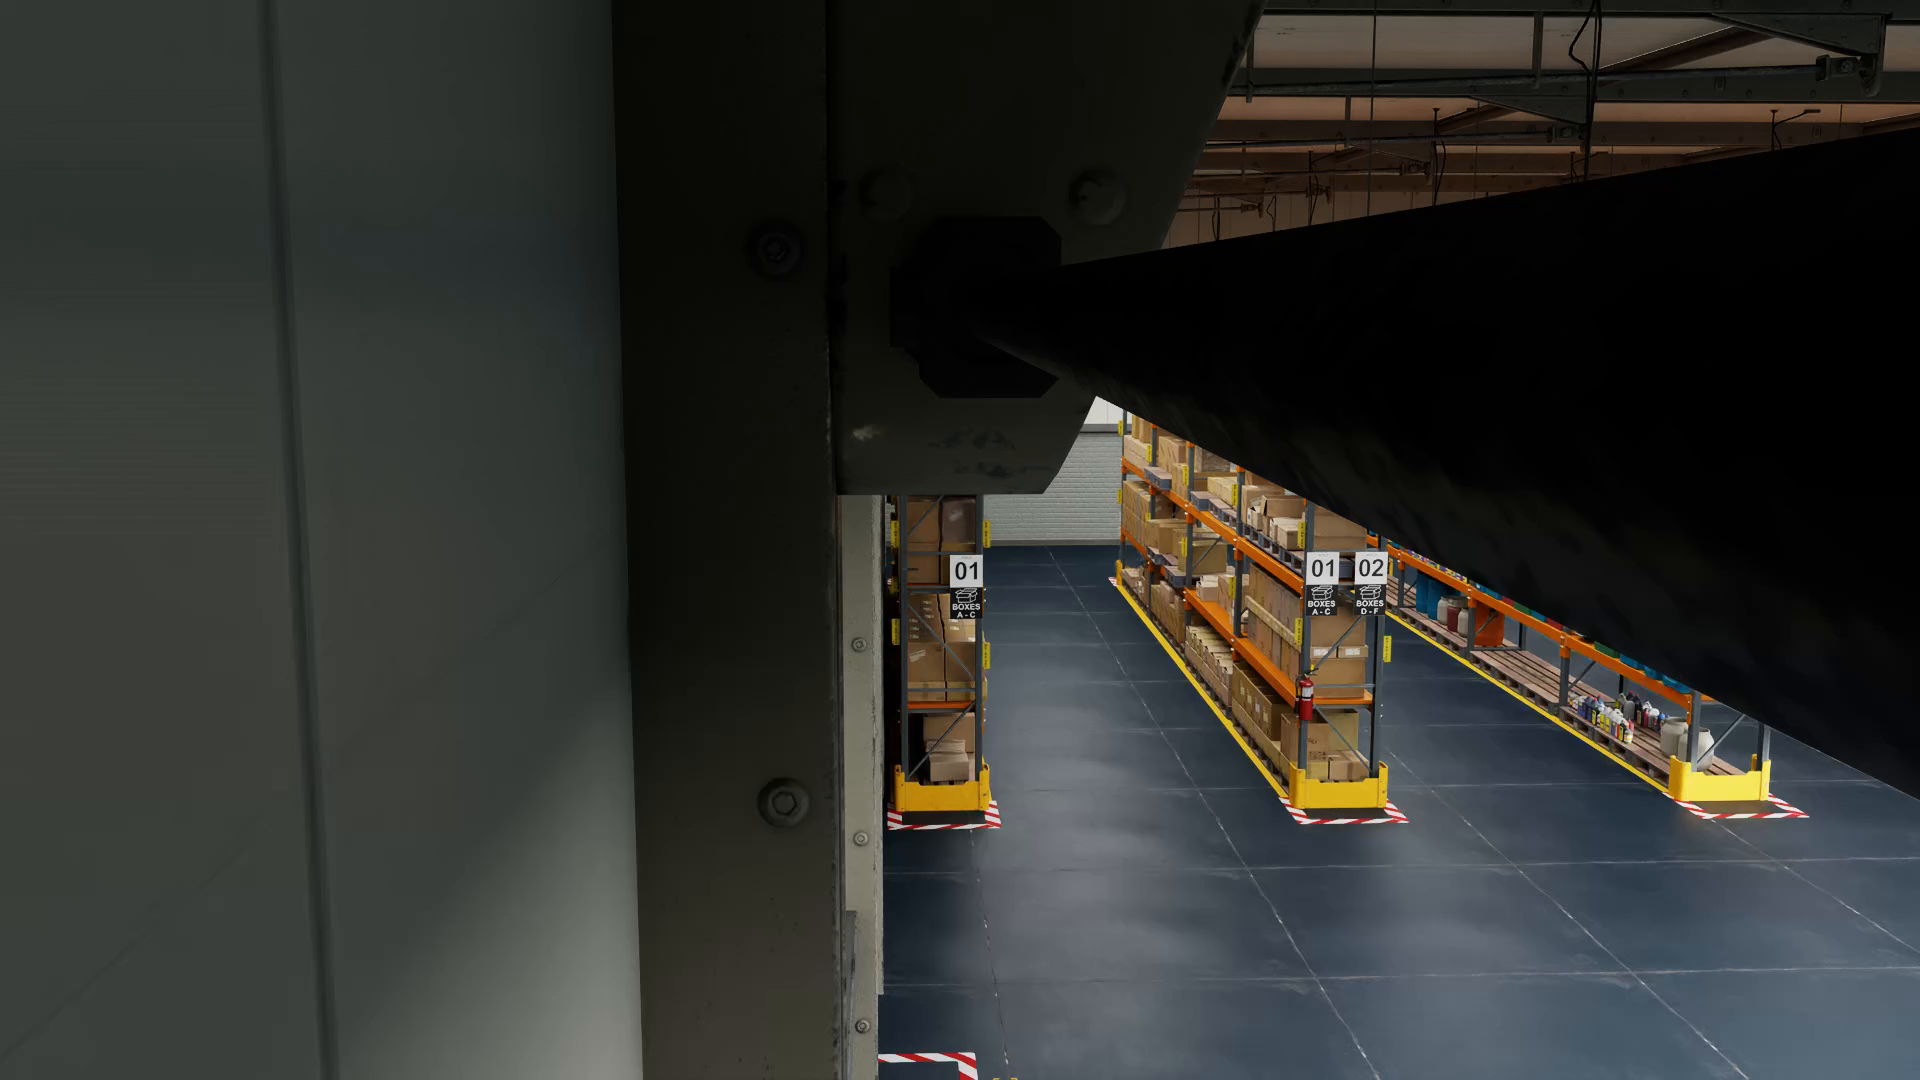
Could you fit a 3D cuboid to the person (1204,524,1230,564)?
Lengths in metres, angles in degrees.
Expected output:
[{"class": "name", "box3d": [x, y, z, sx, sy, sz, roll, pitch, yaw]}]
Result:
[{"class": "person", "box3d": [5.634, 0.102, 36.892, 0.699, 1.629, 0.645, -6, 10, -35]}]
